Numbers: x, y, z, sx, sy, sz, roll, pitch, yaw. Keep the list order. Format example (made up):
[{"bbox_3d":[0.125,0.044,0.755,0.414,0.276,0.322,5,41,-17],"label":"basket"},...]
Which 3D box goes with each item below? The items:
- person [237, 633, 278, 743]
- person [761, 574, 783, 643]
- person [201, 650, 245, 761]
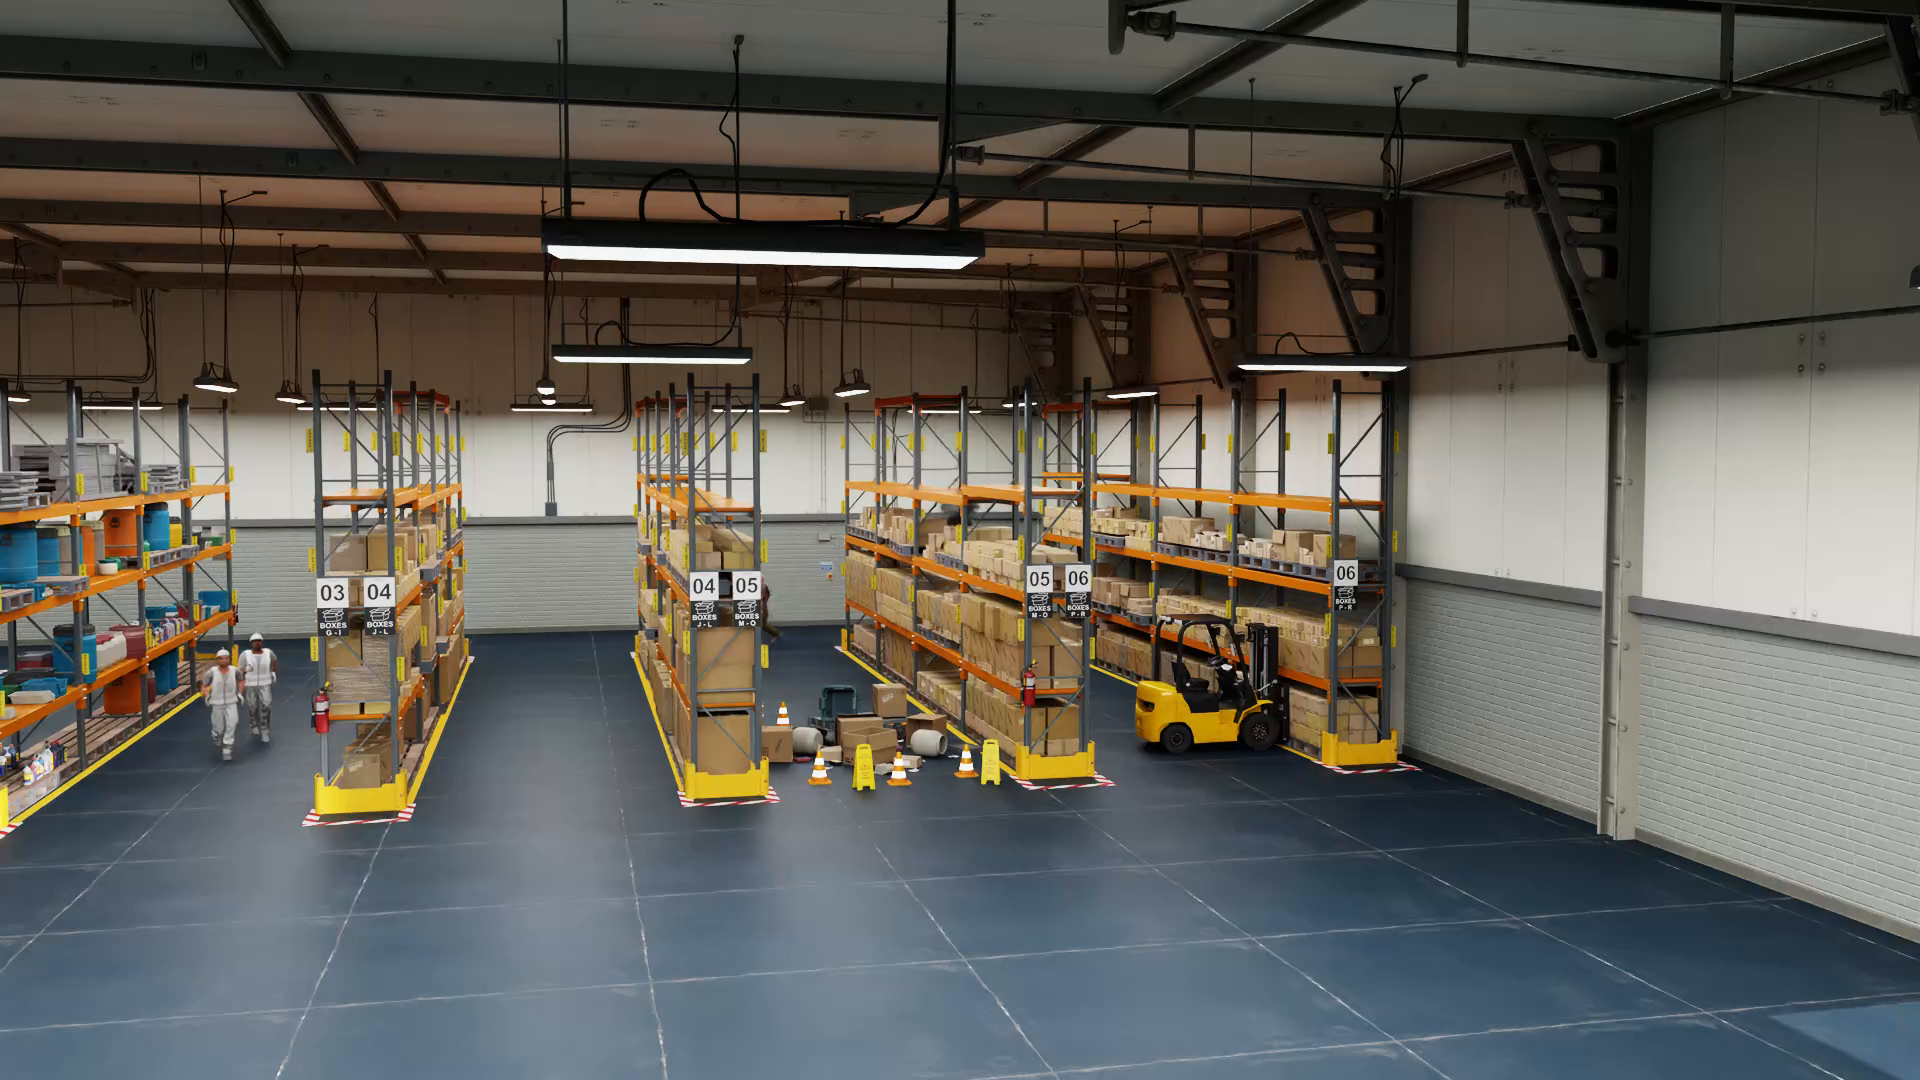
[{"bbox_3d":[-11.828,2.490,28.028,0.654,1.835,0.735,-2,4,-25],"label":"person"},{"bbox_3d":[-4.842,1.738,41.087,0.931,1.810,0.708,0,3,-9],"label":"person"},{"bbox_3d":[-11.724,2.602,26.482,0.646,1.748,0.797,-2,4,-32],"label":"person"}]
